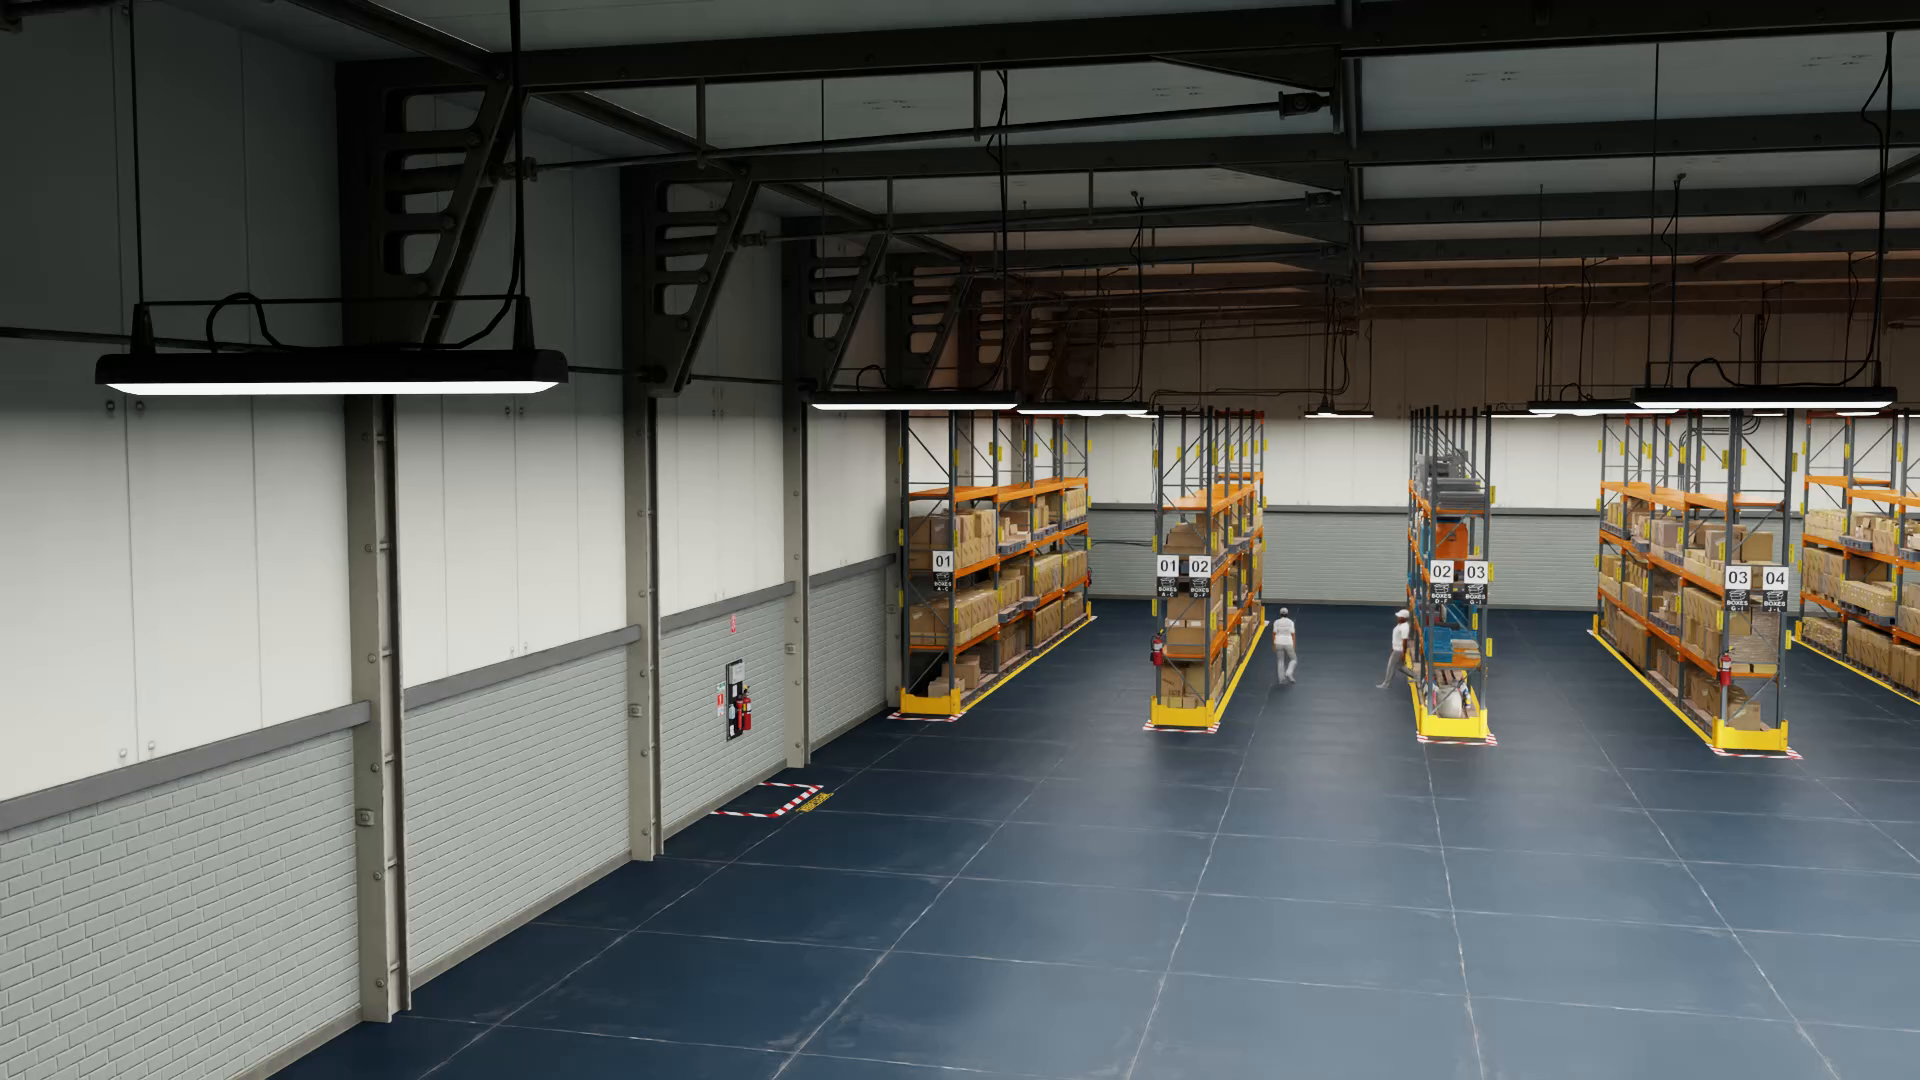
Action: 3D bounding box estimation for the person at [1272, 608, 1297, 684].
[{"bbox_3d":[7.047,2.305,36.131,0.525,1.662,0.486,1,4,20],"label":"person"}]

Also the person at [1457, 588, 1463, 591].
[{"bbox_3d":[14.148,1.411,47.819,0.550,1.712,1.204,-1,4,-12],"label":"person"}]

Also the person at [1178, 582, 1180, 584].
[{"bbox_3d":[6.156,1.537,46.324,0.580,1.723,0.442,-2,4,-23],"label":"person"}]

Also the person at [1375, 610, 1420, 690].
[{"bbox_3d":[9.287,2.322,35.198,0.941,1.724,0.591,1,4,19],"label":"person"}]
